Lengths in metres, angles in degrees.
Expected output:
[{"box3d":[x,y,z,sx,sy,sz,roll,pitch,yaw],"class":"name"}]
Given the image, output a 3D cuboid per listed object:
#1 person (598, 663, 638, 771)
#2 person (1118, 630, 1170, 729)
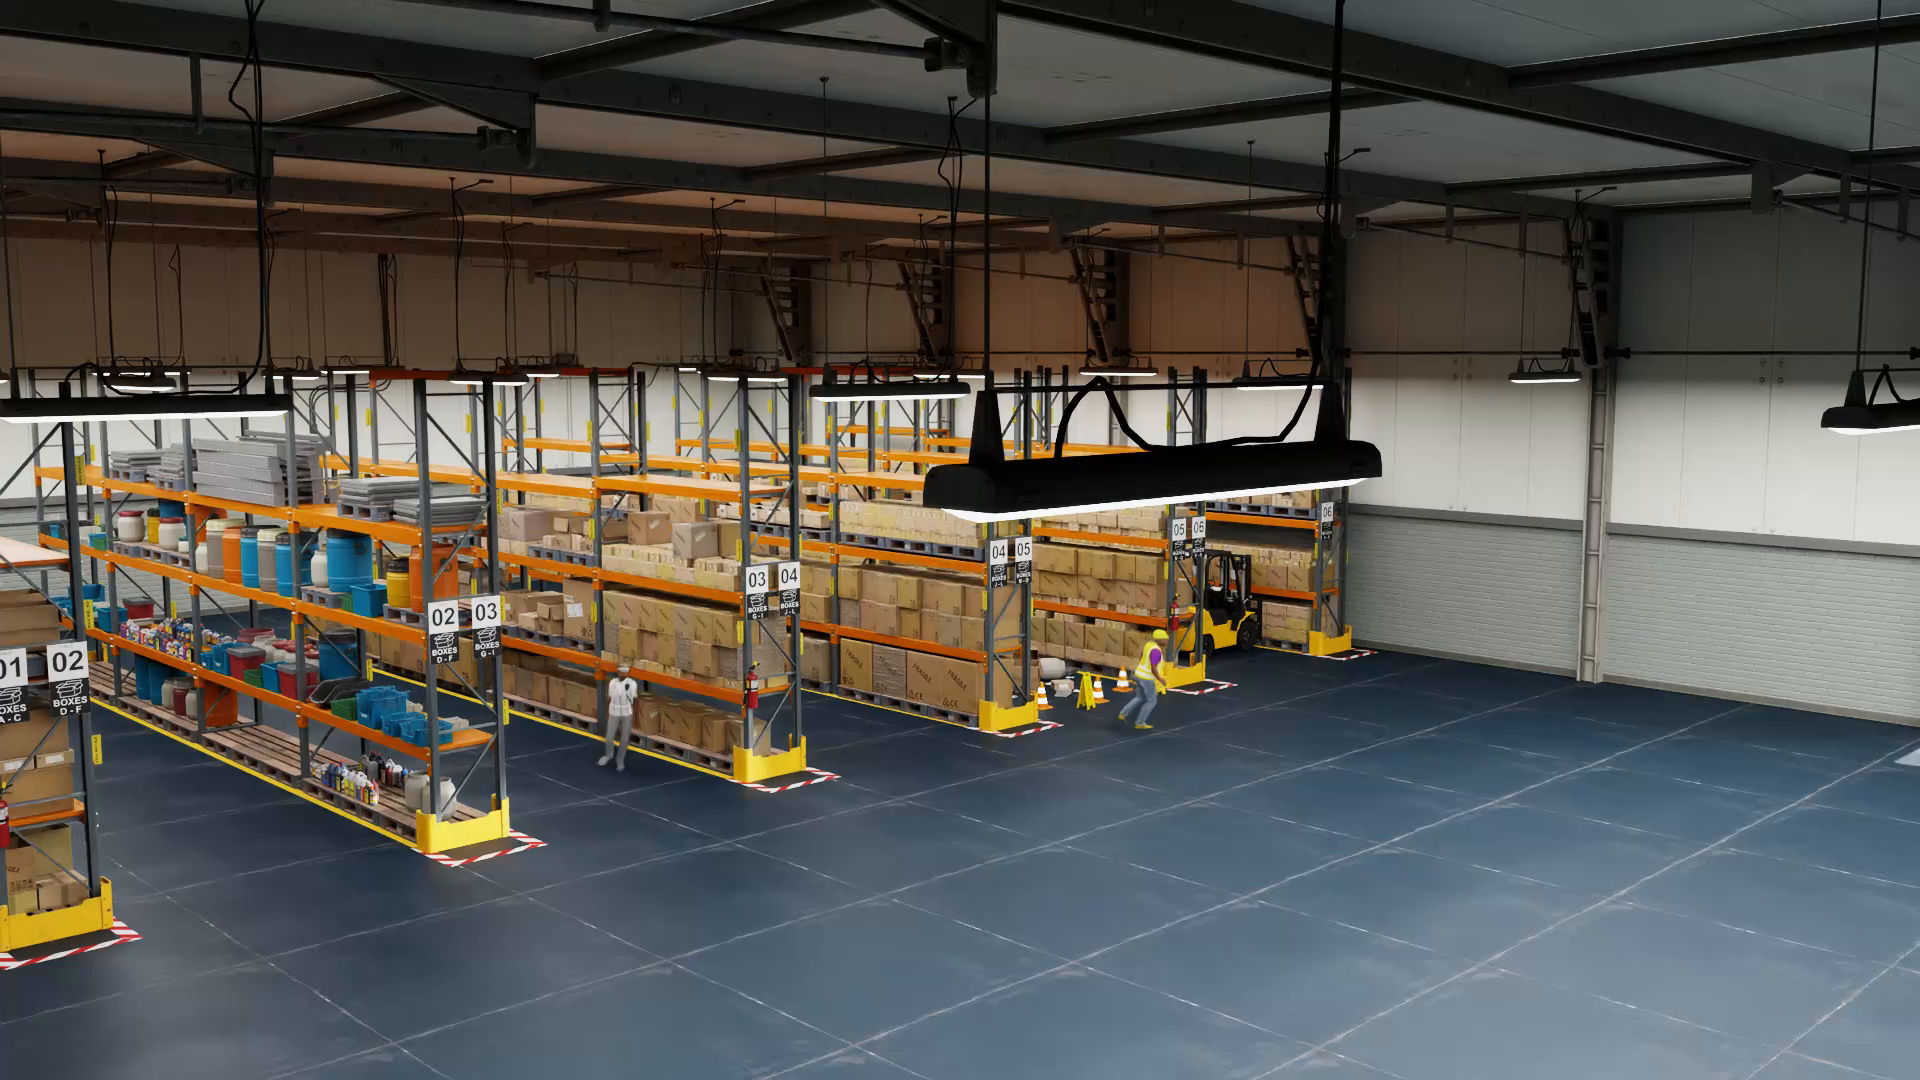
[{"box3d":[-5.192,2.675,25.190,0.613,1.694,0.480,-1,7,-10],"class":"person"},{"box3d":[3.102,2.343,28.005,0.825,1.686,0.676,-1,7,-12],"class":"person"}]
